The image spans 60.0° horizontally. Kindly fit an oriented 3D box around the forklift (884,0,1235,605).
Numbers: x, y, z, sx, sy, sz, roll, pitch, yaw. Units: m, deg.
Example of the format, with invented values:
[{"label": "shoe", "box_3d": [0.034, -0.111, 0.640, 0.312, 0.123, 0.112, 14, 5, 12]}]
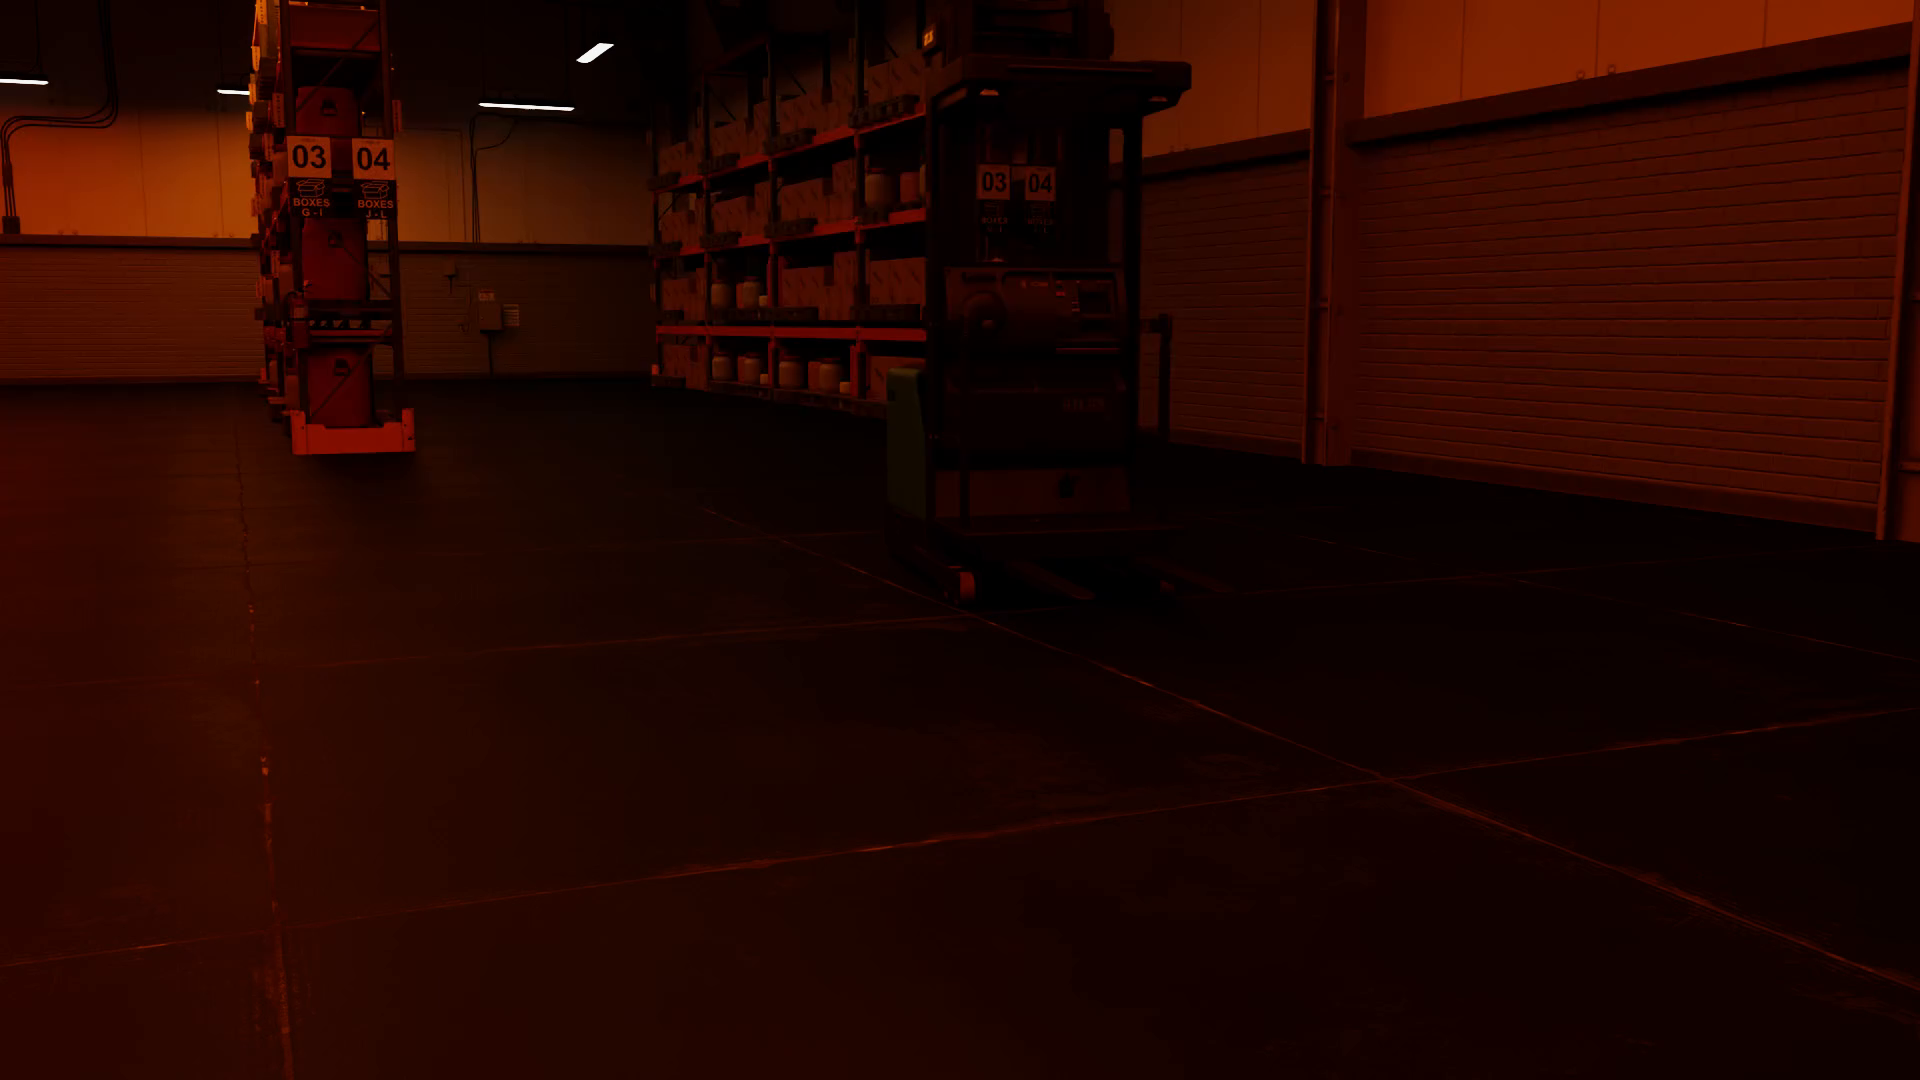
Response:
[{"label": "forklift", "box_3d": [0.432, -1.199, 8.034, 1.130, 2.935, 3.031, -2, 8, -14]}]
